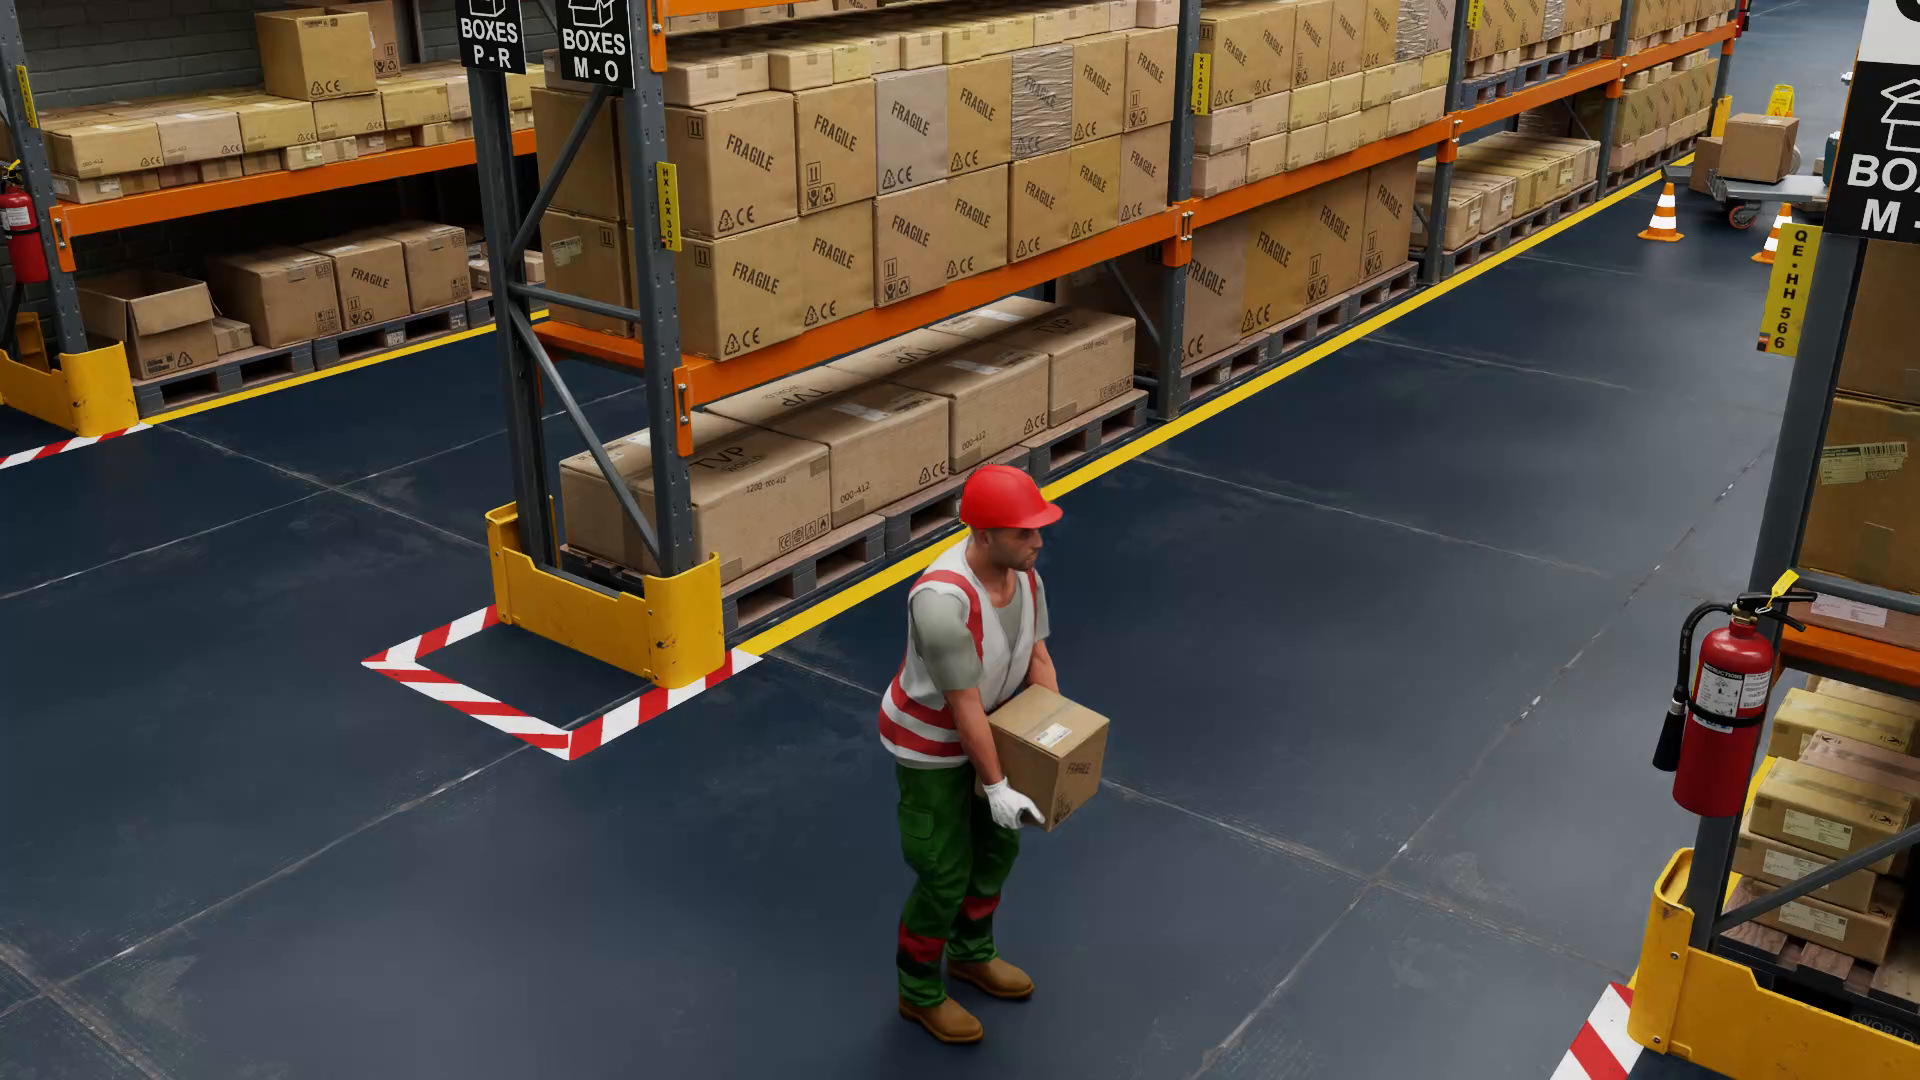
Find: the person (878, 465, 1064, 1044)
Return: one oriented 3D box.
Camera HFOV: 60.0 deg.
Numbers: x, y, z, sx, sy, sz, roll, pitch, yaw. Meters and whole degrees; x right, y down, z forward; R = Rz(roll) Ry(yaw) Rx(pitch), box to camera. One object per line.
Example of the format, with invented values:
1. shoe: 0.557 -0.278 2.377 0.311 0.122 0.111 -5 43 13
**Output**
1. person: 0.077 0.609 4.689 0.583 1.760 0.491 16 28 33
